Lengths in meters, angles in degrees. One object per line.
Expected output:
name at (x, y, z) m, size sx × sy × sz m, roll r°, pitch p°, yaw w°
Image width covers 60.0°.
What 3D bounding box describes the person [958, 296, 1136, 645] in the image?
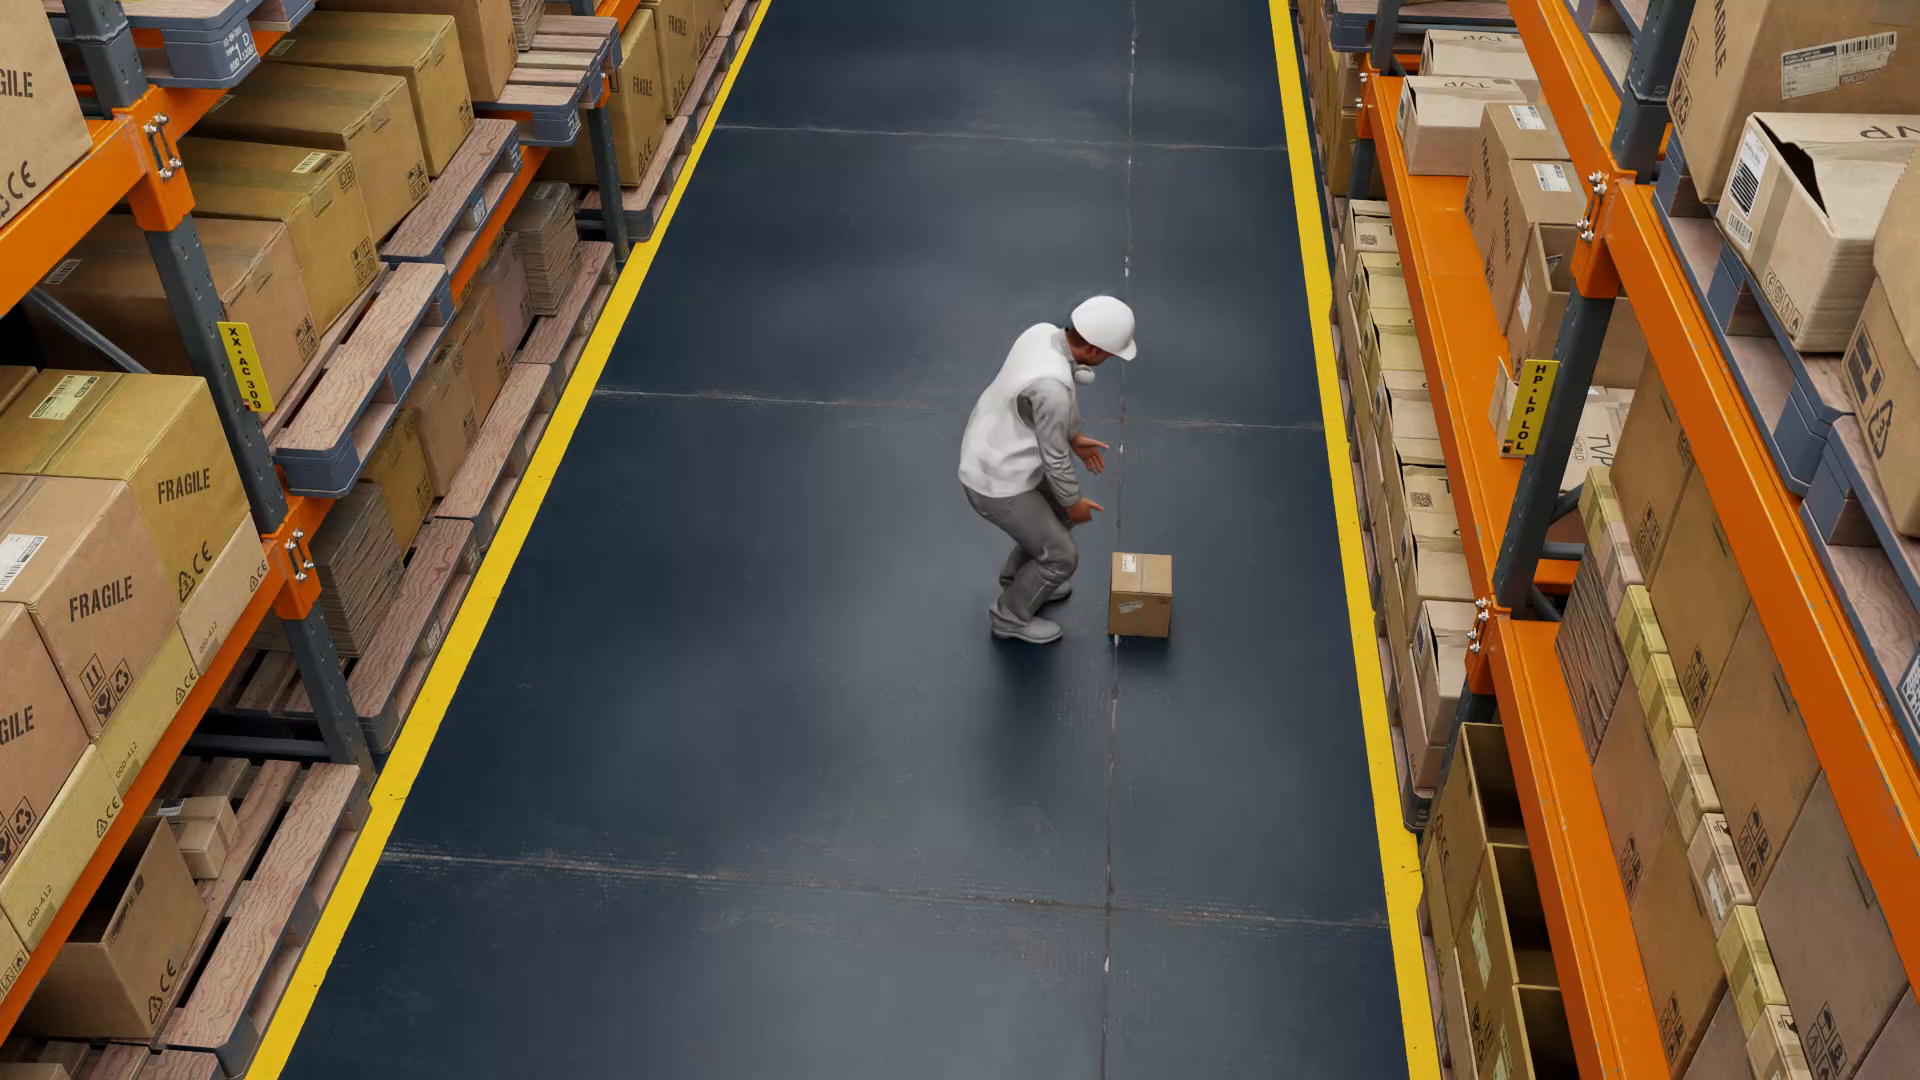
person at (0.333, -0.307, 6.678) m, size 0.671 × 1.559 × 0.588 m, roll 4°, pitch 40°, yaw 4°
